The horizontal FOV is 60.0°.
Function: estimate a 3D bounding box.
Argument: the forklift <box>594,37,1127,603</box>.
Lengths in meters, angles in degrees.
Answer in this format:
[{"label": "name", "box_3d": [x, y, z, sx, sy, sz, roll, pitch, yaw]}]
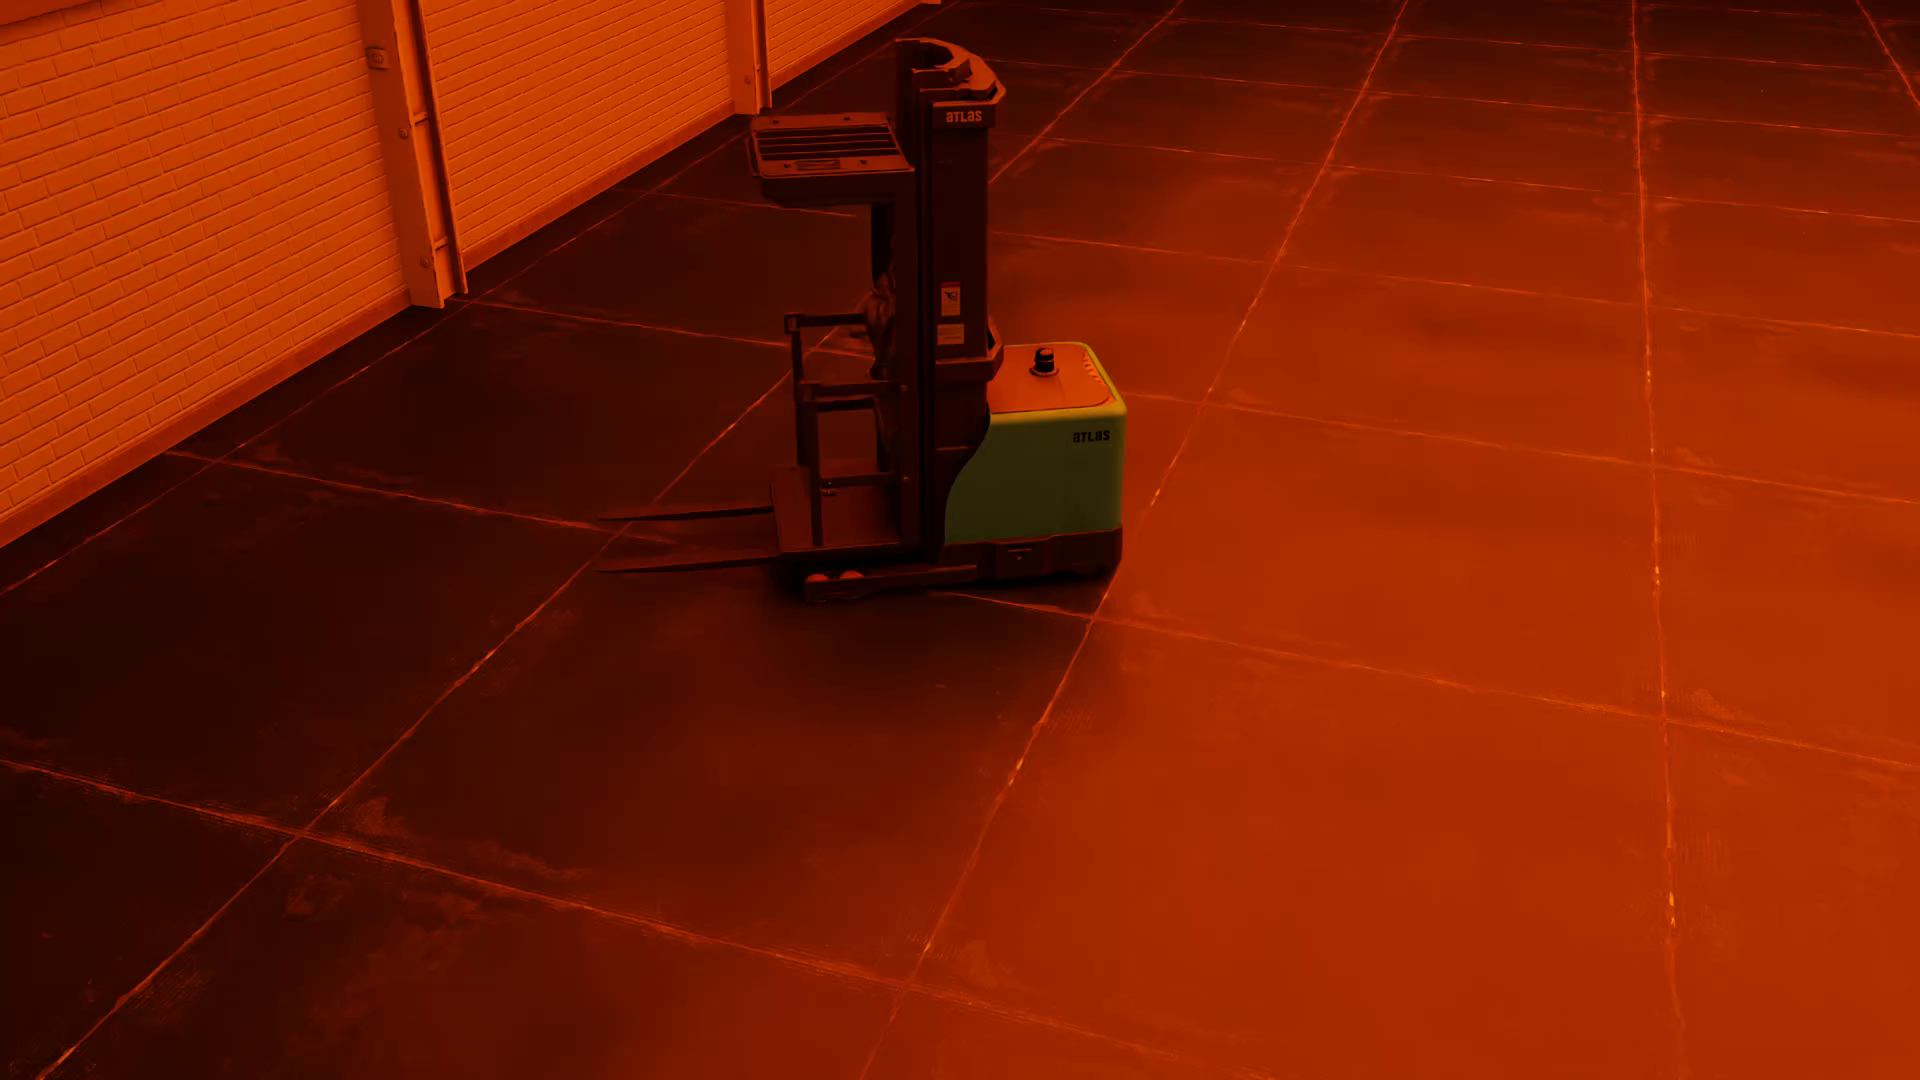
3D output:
[{"label": "forklift", "box_3d": [-0.619, -1.195, 9.233, 3.031, 2.935, 1.130, -5, 30, -8]}]

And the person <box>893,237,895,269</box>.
[{"label": "person", "box_3d": [-0.178, -1.863, 11.621, 0.455, 1.747, 0.870, -20, 35, -31]}]
